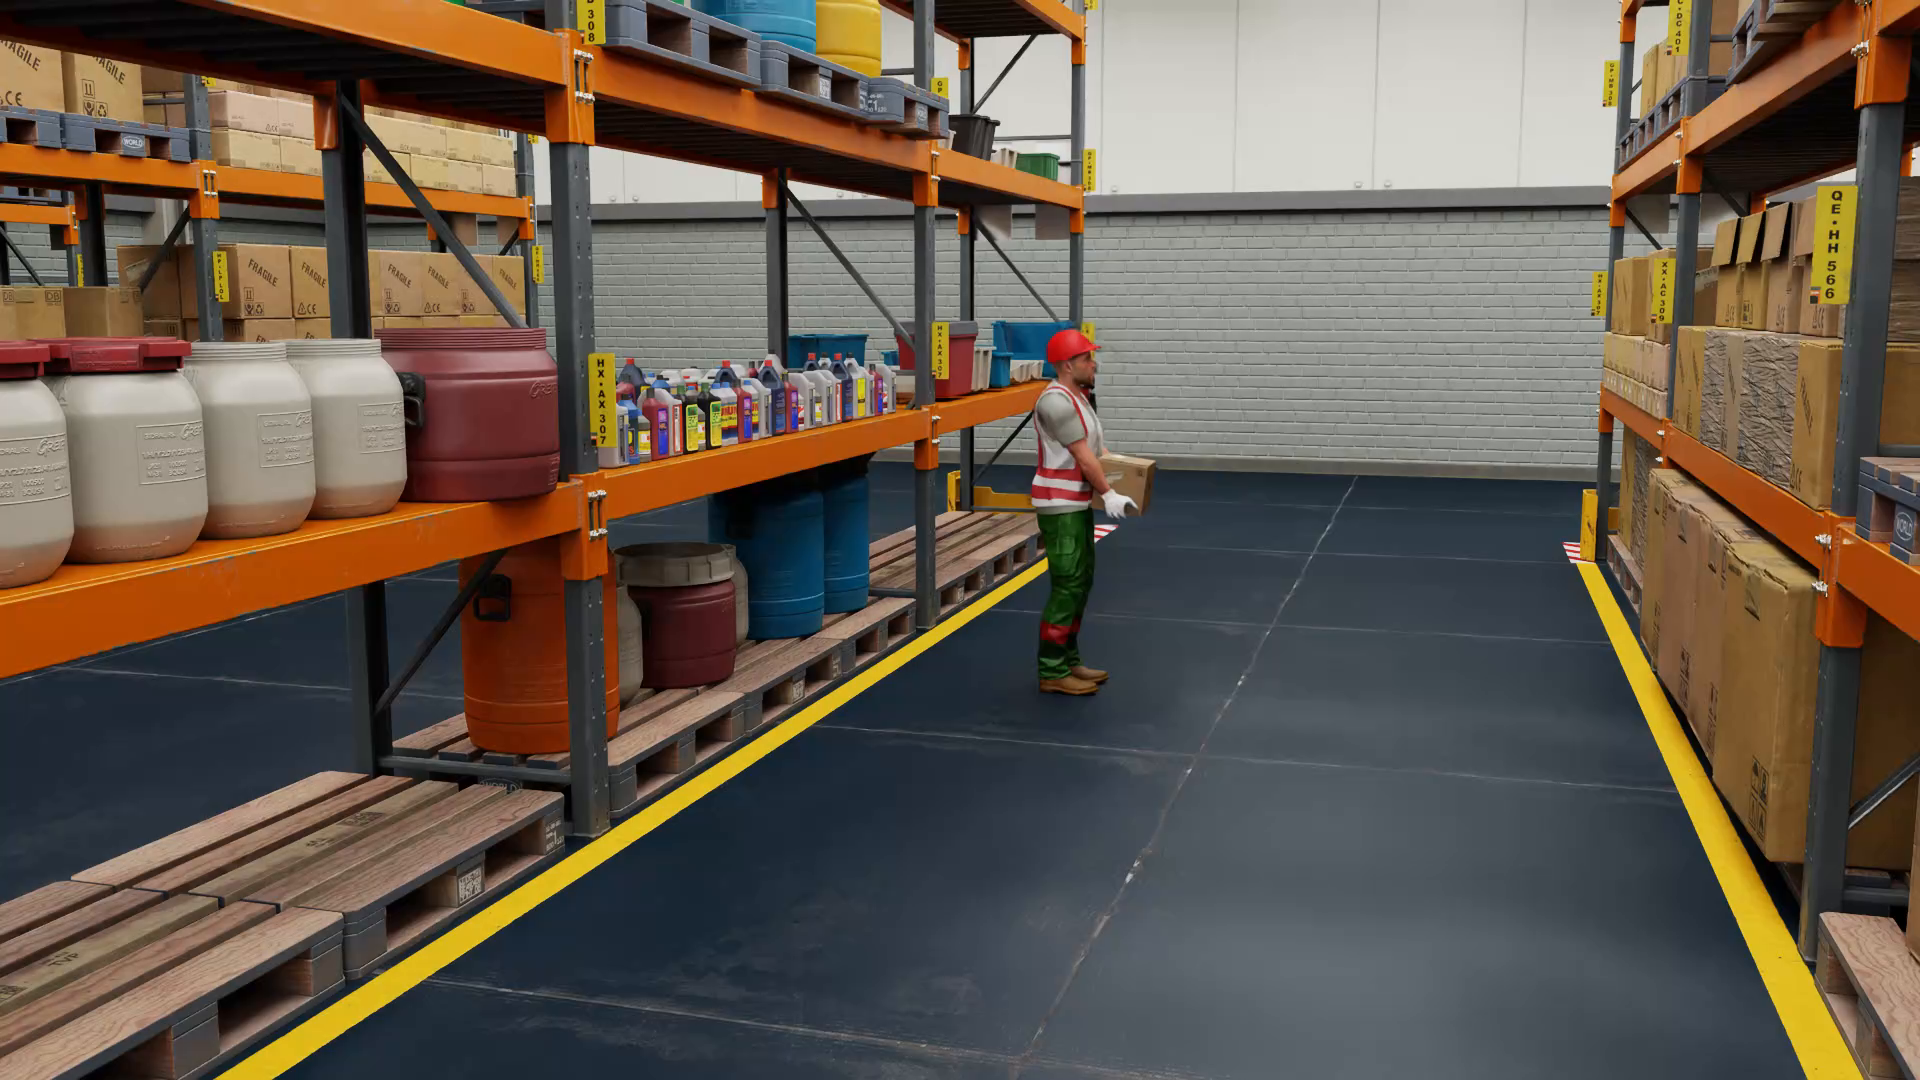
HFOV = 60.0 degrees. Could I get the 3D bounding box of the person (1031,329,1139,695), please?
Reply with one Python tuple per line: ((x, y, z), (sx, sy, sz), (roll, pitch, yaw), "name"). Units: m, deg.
((0.636, -0.143, 8.238), (0.554, 1.787, 0.495), (2, 9, 16), "person")
